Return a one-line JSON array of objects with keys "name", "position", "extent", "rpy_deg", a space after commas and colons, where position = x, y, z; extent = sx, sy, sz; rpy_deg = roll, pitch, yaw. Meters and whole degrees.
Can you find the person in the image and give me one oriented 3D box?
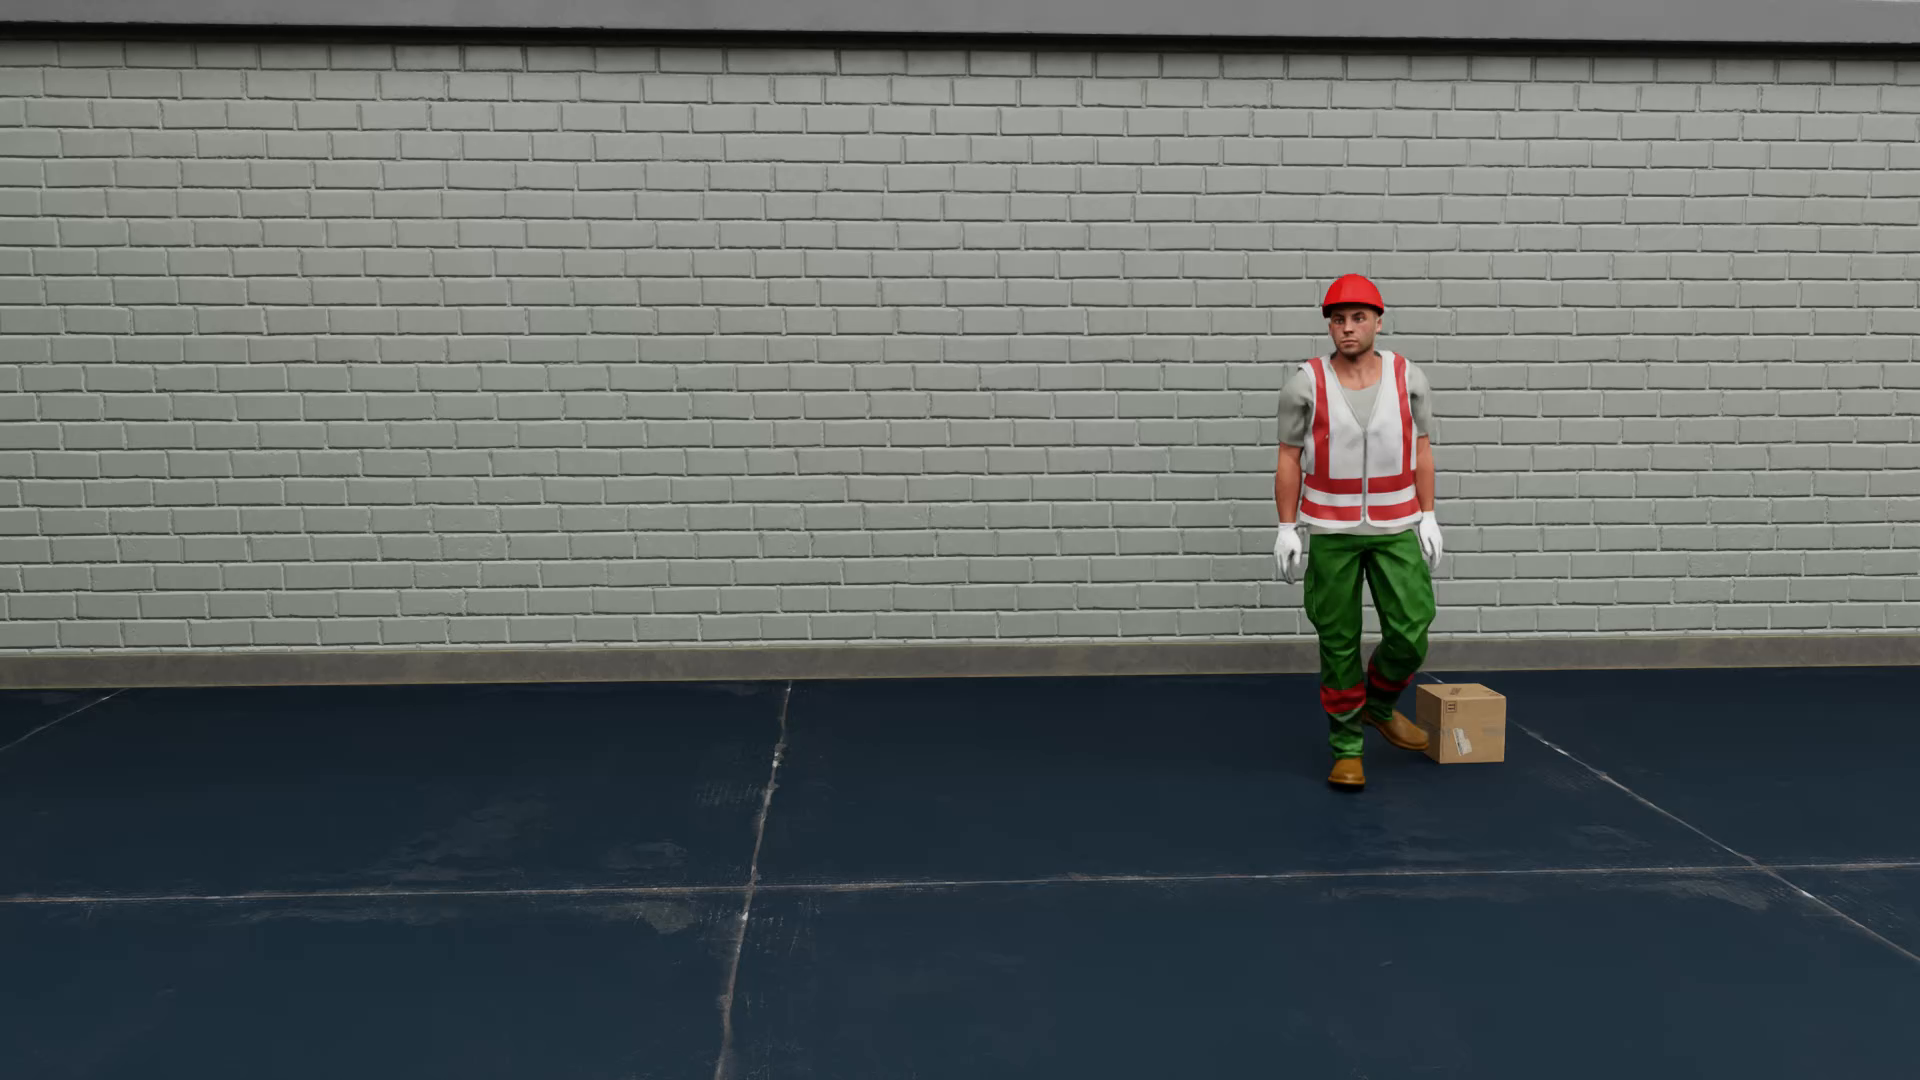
[{"name": "person", "position": [1.396, -0.027, 5.824], "extent": [0.588, 1.781, 0.548], "rpy_deg": [1, 7, 6]}]
